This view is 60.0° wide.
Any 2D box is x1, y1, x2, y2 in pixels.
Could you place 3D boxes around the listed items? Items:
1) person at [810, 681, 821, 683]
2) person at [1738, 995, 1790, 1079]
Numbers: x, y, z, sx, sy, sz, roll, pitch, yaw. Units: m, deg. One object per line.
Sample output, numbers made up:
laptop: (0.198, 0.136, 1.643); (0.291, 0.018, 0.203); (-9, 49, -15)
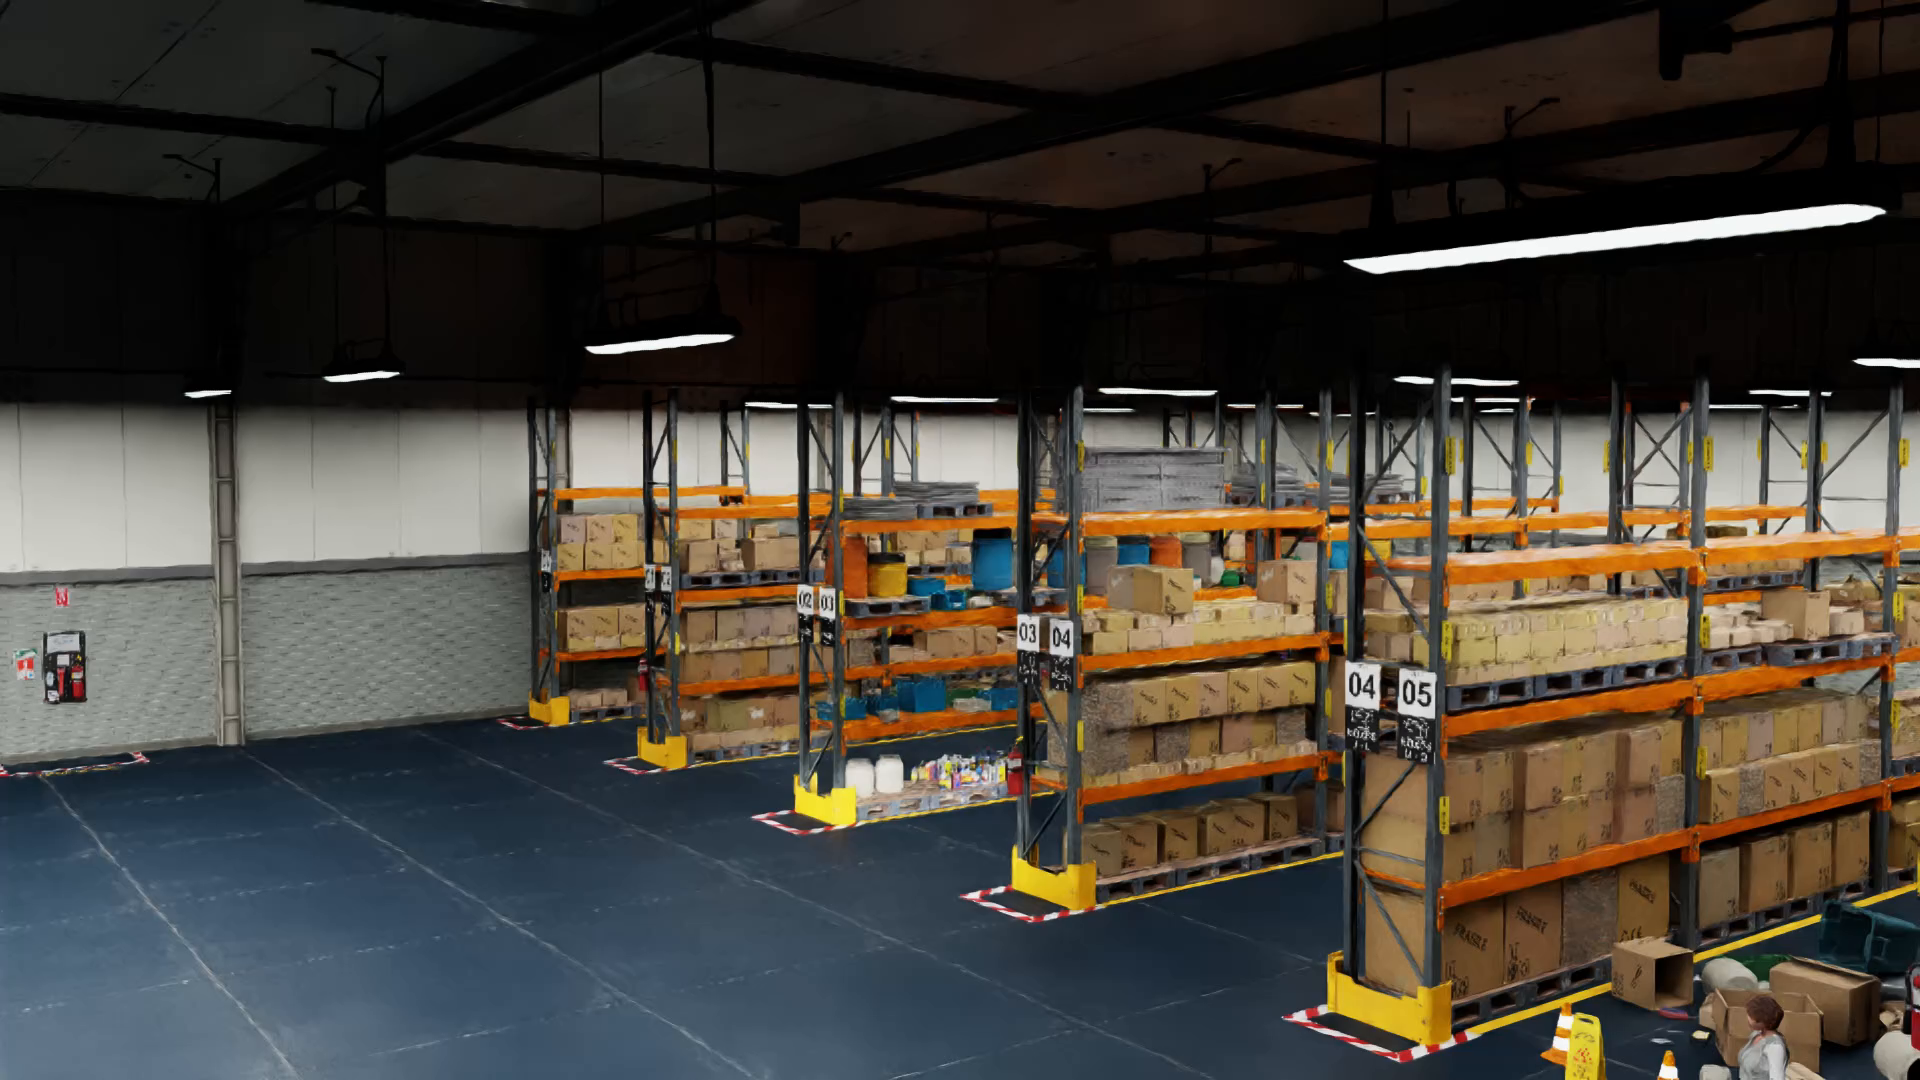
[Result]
person: (-2.797, 2.490, 30.704); (1.030, 1.712, 0.556); (-3, 4, -37)
person: (5.271, 3.761, 10.662); (0.474, 1.547, 0.599); (1, 3, 10)
